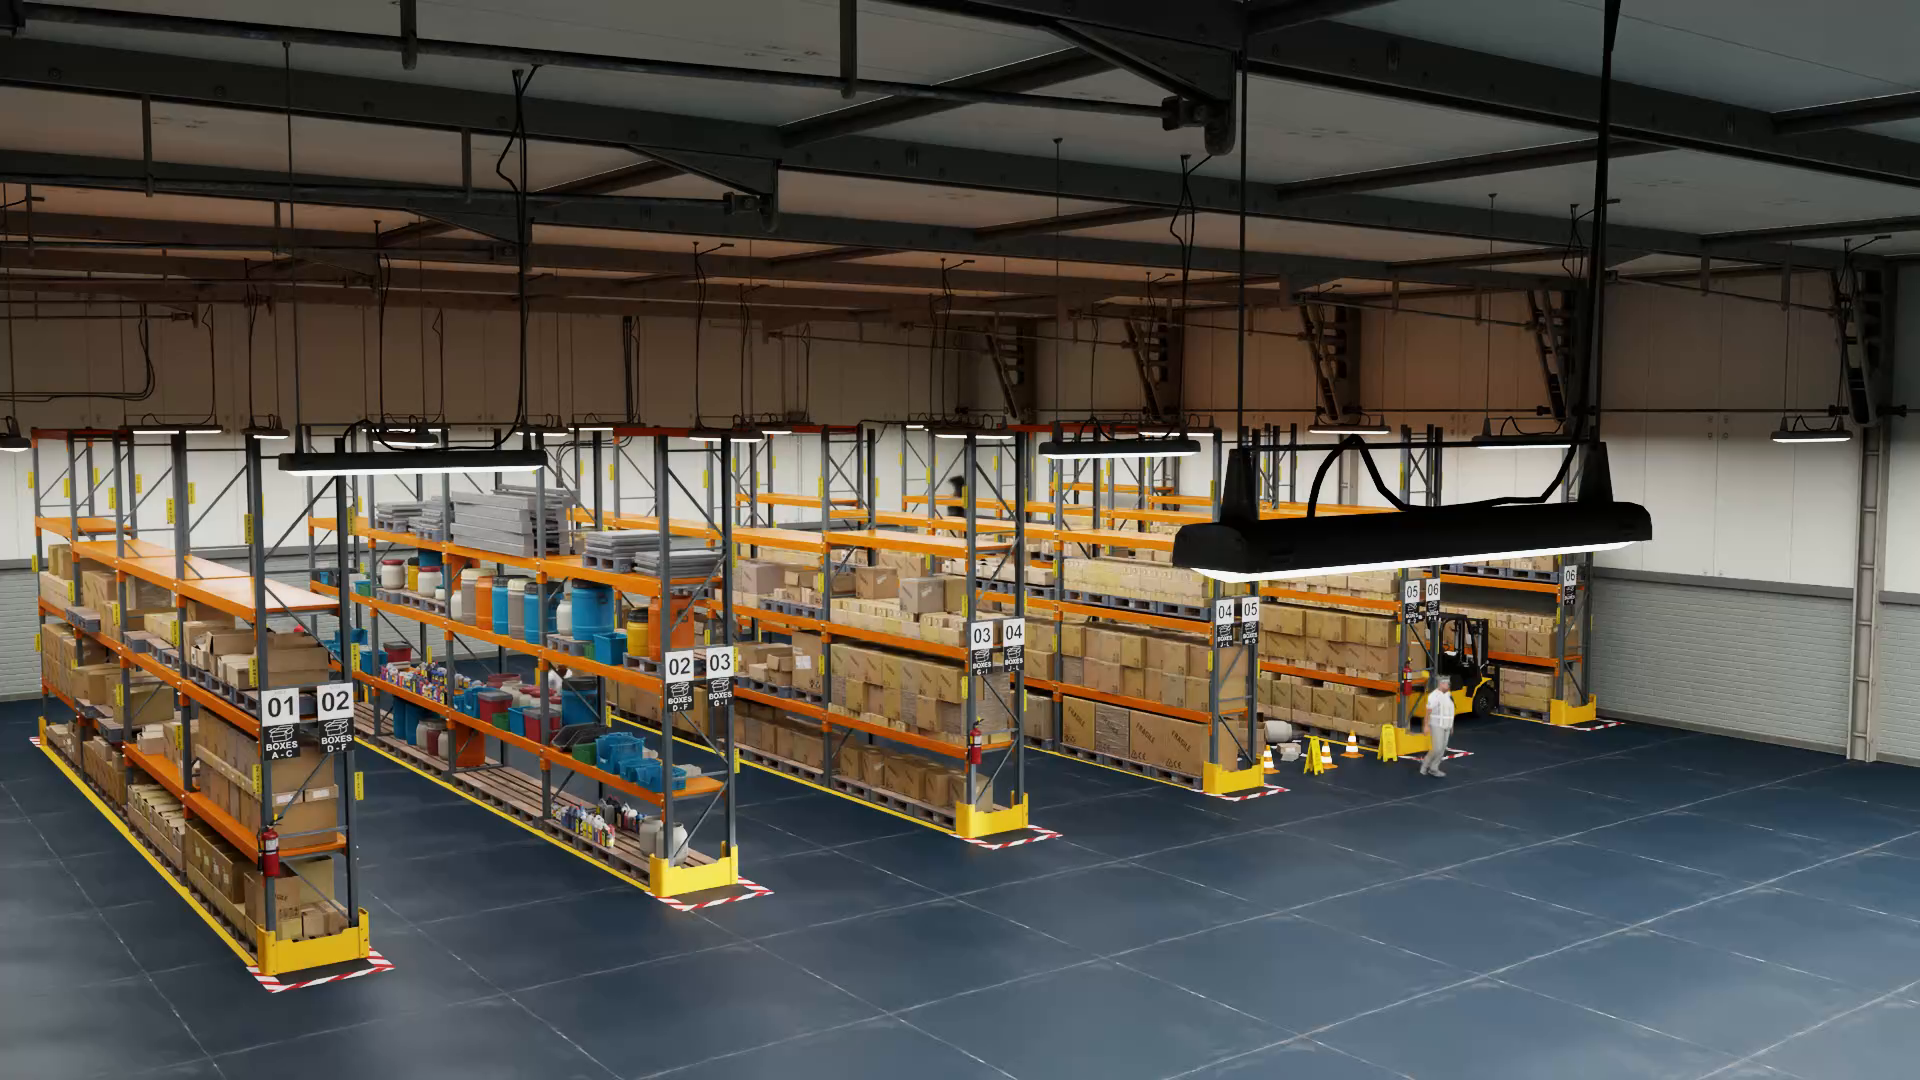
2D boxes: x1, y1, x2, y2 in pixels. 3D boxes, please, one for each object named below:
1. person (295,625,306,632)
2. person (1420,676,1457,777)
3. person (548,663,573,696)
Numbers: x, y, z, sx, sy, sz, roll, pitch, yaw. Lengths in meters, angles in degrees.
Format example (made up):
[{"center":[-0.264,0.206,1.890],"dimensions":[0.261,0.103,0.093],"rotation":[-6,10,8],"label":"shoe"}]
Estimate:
[{"center":[-14.070,2.668,35.512],"dimensions":[0.712,1.740,0.879],"rotation":[2,5,26],"label":"person"},{"center":[8.226,3.201,28.634],"dimensions":[0.633,1.746,0.482],"rotation":[-3,6,-38],"label":"person"},{"center":[-7.673,3.024,31.545],"dimensions":[0.865,1.675,0.695],"rotation":[2,5,28],"label":"person"}]
